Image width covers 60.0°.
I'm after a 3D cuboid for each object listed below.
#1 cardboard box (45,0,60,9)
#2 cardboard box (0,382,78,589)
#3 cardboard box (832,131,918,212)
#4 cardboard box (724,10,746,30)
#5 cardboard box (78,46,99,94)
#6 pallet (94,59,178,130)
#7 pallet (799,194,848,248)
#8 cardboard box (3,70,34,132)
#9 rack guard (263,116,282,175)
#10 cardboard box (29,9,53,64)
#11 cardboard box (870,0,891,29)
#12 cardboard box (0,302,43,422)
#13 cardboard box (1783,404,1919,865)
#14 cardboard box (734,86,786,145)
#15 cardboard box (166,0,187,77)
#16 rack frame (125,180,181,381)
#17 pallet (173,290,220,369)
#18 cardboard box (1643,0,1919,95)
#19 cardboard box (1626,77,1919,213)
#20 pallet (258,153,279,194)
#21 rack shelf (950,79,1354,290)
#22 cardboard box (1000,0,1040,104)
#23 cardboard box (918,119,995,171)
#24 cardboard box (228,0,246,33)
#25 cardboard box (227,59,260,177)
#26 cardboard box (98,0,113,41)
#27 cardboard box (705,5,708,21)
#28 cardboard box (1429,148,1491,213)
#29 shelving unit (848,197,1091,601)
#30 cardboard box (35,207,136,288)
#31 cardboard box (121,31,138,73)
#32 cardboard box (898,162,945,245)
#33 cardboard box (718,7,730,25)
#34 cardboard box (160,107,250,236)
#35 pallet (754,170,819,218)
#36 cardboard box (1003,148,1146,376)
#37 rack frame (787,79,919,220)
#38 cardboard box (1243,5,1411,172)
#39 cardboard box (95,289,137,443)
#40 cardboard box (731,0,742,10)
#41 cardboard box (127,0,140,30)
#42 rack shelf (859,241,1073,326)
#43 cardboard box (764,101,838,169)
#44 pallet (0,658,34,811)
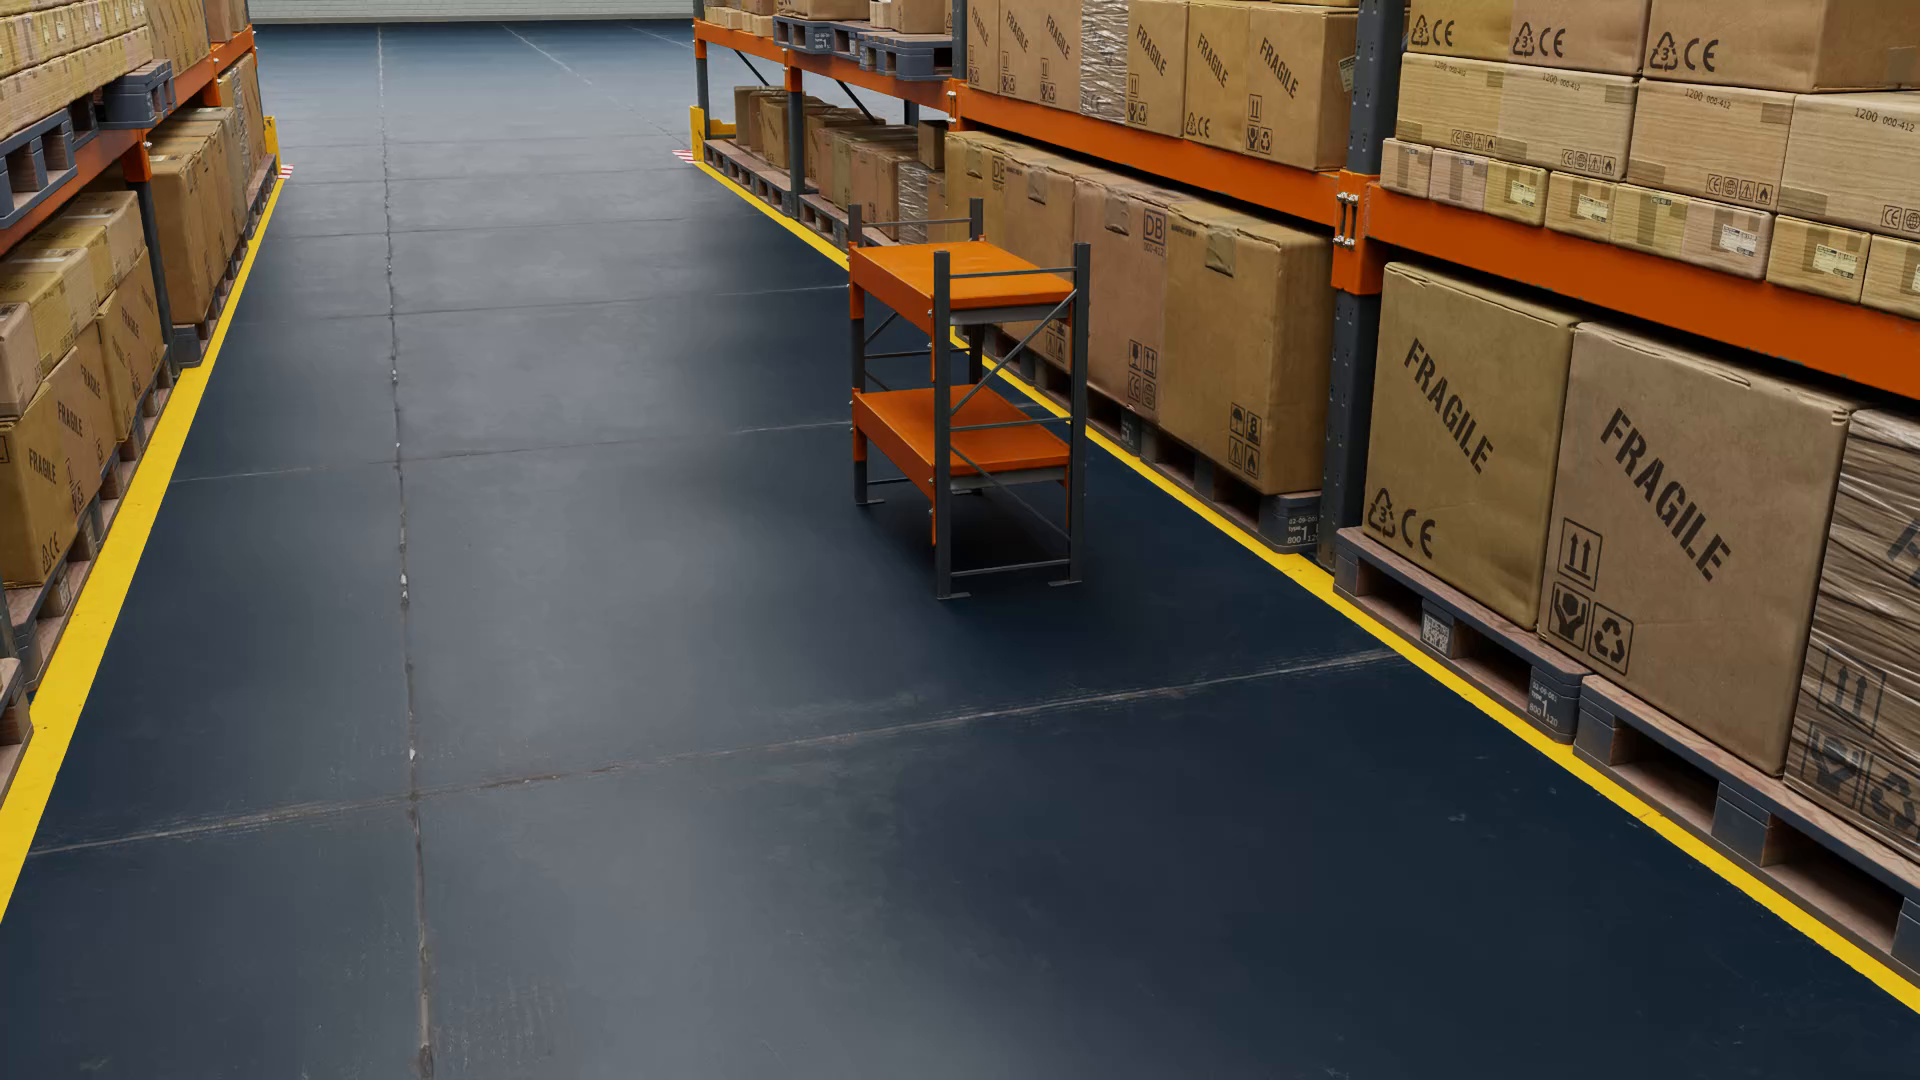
[{"bbox_3d":[-3.048,-1.737,5.186,0.380,0.149,0.250,-7,21,-18],"label":"cardboard box"},{"bbox_3d":[-3.013,-0.155,4.988,0.500,0.500,0.500,-6,20,-15],"label":"cardboard box"},{"bbox_3d":[-0.502,-2.607,11.784,0.700,0.500,0.500,-7,21,-18],"label":"cardboard box"},{"bbox_3d":[-1.821,-4.488,14.345,0.380,0.149,0.250,-6,21,-17],"label":"cardboard box"},{"bbox_3d":[-3.211,-1.623,5.748,0.380,0.149,0.250,-7,21,-20],"label":"cardboard box"},{"bbox_3d":[-3.964,-1.845,6.899,1.213,0.211,1.003,-6,21,-17],"label":"pallet"},{"bbox_3d":[-0.560,-2.369,12.199,1.003,0.211,1.213,-6,21,-17],"label":"pallet"},{"bbox_3d":[-2.812,-1.212,4.603,0.380,0.149,0.250,-6,21,-16],"label":"cardboard box"},{"bbox_3d":[-6.811,-3.551,15.063,1.175,0.500,0.348,-6,21,-17],"label":"rack guard"},{"bbox_3d":[-2.966,-1.513,5.001,0.380,0.149,0.250,-7,21,-20],"label":"cardboard box"},{"bbox_3d":[-0.329,-3.288,10.210,0.396,0.266,0.258,-7,21,-19],"label":"cardboard box"},{"bbox_3d":[-3.013,-0.508,4.861,0.500,0.250,0.500,-7,21,-20],"label":"cardboard box"},{"bbox_3d":[2.402,0.234,3.350,0.875,0.875,0.875,-6,21,-17],"label":"cardboard box"},{"bbox_3d":[-1.883,-4.033,15.785,0.500,0.500,0.500,-3,20,-7],"label":"cardboard box"},{"bbox_3d":[-4.649,-2.857,9.286,0.500,0.500,0.500,-7,21,-18],"label":"cardboard box"},{"bbox_3d":[-4.289,-2.152,7.472,1.000,3.000,0.127,-6,21,-17],"label":"rack frame"},{"bbox_3d":[-4.466,-1.101,8.670,1.003,0.211,1.213,-6,21,-17],"label":"pallet"},{"bbox_3d":[1.932,-1.279,3.714,0.500,0.500,0.500,-7,21,-19],"label":"cardboard box"},{"bbox_3d":[1.927,-0.928,3.846,0.500,0.250,0.500,-6,21,-16],"label":"cardboard box"},{"bbox_3d":[-6.478,-3.159,14.399,1.003,0.211,1.213,-6,21,-17],"label":"pallet"},{"bbox_3d":[1.080,-1.667,7.183,1.077,0.370,4.000,-6,21,-17],"label":"rack shelf"},{"bbox_3d":[0.510,-2.344,7.857,0.500,0.500,0.500,-7,21,-19],"label":"cardboard box"},{"bbox_3d":[0.036,-2.411,10.131,0.500,0.250,0.500,-4,20,-11],"label":"cardboard box"},{"bbox_3d":[-6.451,-4.502,13.791,0.875,0.550,0.550,-6,21,-17],"label":"cardboard box"},{"bbox_3d":[-6.249,-3.425,13.536,0.875,0.875,0.875,-7,21,-18],"label":"cardboard box"},{"bbox_3d":[-3.377,-1.932,6.167,0.380,0.149,0.250,-7,21,-18],"label":"cardboard box"},{"bbox_3d":[-2.200,-4.979,15.713,0.380,0.149,0.250,-6,21,-17],"label":"cardboard box"},{"bbox_3d":[1.568,-1.031,4.720,0.380,0.149,0.250,-7,21,-19],"label":"cardboard box"},{"bbox_3d":[0.002,-0.527,5.720,0.538,1.125,1.048,-6,21,-17],"label":"shelving unit"},{"bbox_3d":[-3.656,-1.174,6.715,0.500,0.250,0.500,-6,21,-16],"label":"cardboard box"},{"bbox_3d":[-3.540,-1.960,6.686,0.380,0.149,0.250,-6,21,-16],"label":"cardboard box"},{"bbox_3d":[0.035,-2.067,10.281,0.700,0.500,0.500,-8,21,-22],"label":"cardboard box"},{"bbox_3d":[-1.977,-4.737,15.039,0.380,0.149,0.250,-6,21,-17],"label":"cardboard box"},{"bbox_3d":[-5.266,-2.385,10.827,1.050,0.750,0.750,-6,21,-17],"label":"cardboard box"},{"bbox_3d":[-1.051,-2.830,13.483,1.003,0.211,1.213,-6,21,-17],"label":"pallet"},{"bbox_3d":[0.921,-1.334,7.715,1.225,0.875,0.875,-6,21,-17],"label":"cardboard box"},{"bbox_3d":[-0.806,-3.931,12.422,1.000,3.000,0.127,-6,21,-17],"label":"rack frame"},{"bbox_3d":[1.302,-1.531,5.595,0.500,0.500,0.500,-6,21,-17],"label":"cardboard box"},{"bbox_3d":[-3.493,-0.655,6.380,0.500,0.500,0.500,-7,21,-20],"label":"cardboard box"},{"bbox_3d":[-1.529,-4.909,14.559,0.875,0.500,0.500,-6,21,-17],"label":"cardboard box"},{"bbox_3d":[-3.616,-2.176,6.848,0.380,0.149,0.250,-6,21,-15],"label":"cardboard box"},{"bbox_3d":[0.002,-0.872,5.597,0.459,0.093,0.952,-6,21,-17],"label":"rack shelf"},{"bbox_3d":[-1.351,-3.458,14.184,0.500,0.500,0.500,-8,21,-22],"label":"cardboard box"},{"bbox_3d":[-2.787,0.655,3.780,1.003,0.211,1.213,-6,21,-17],"label":"pallet"}]
